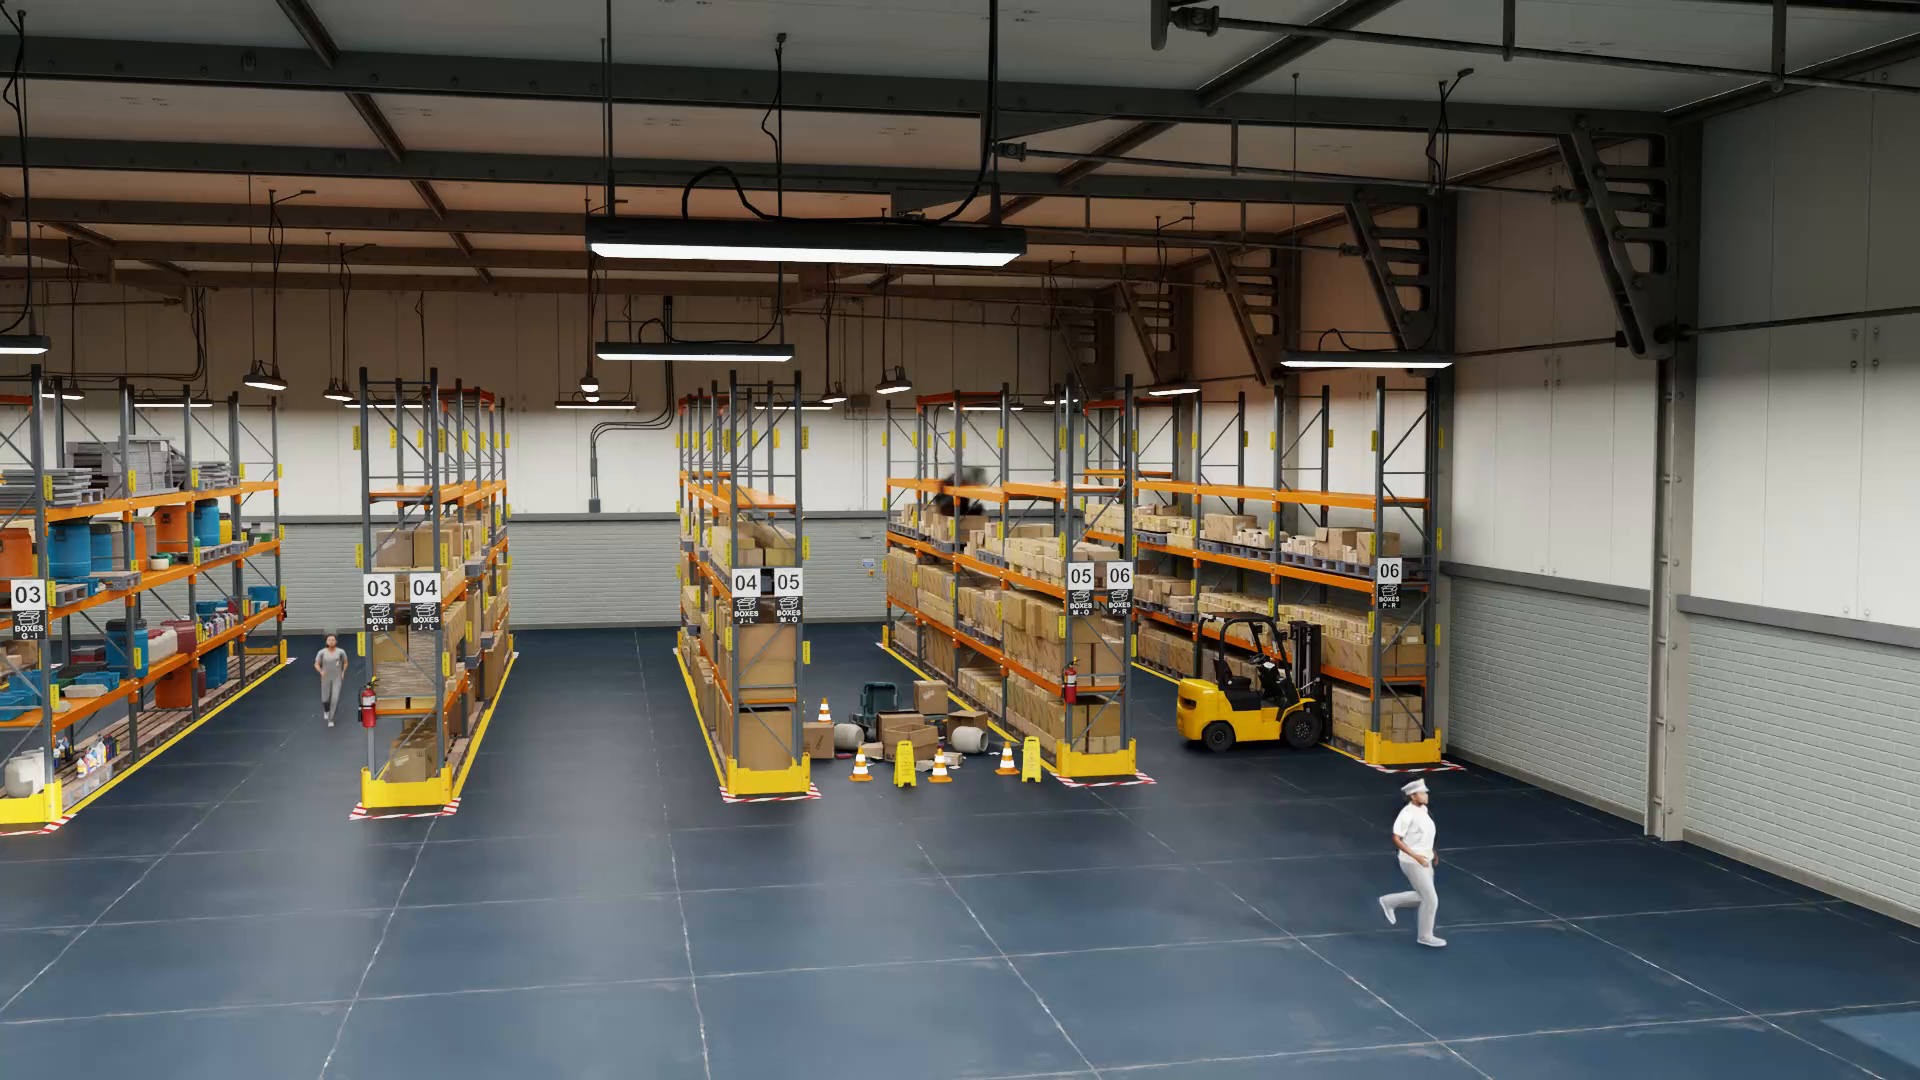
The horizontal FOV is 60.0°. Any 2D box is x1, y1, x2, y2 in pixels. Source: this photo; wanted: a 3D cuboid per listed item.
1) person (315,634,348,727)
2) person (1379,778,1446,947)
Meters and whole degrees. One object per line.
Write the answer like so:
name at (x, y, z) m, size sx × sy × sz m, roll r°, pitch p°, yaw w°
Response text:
person at (-11.024, 2.450, 29.195) m, size 0.549 × 1.624 × 0.558 m, roll -1°, pitch 4°, yaw -23°
person at (4.498, 3.181, 16.554) m, size 0.719 × 1.652 × 0.598 m, roll 2°, pitch 4°, yaw 36°
